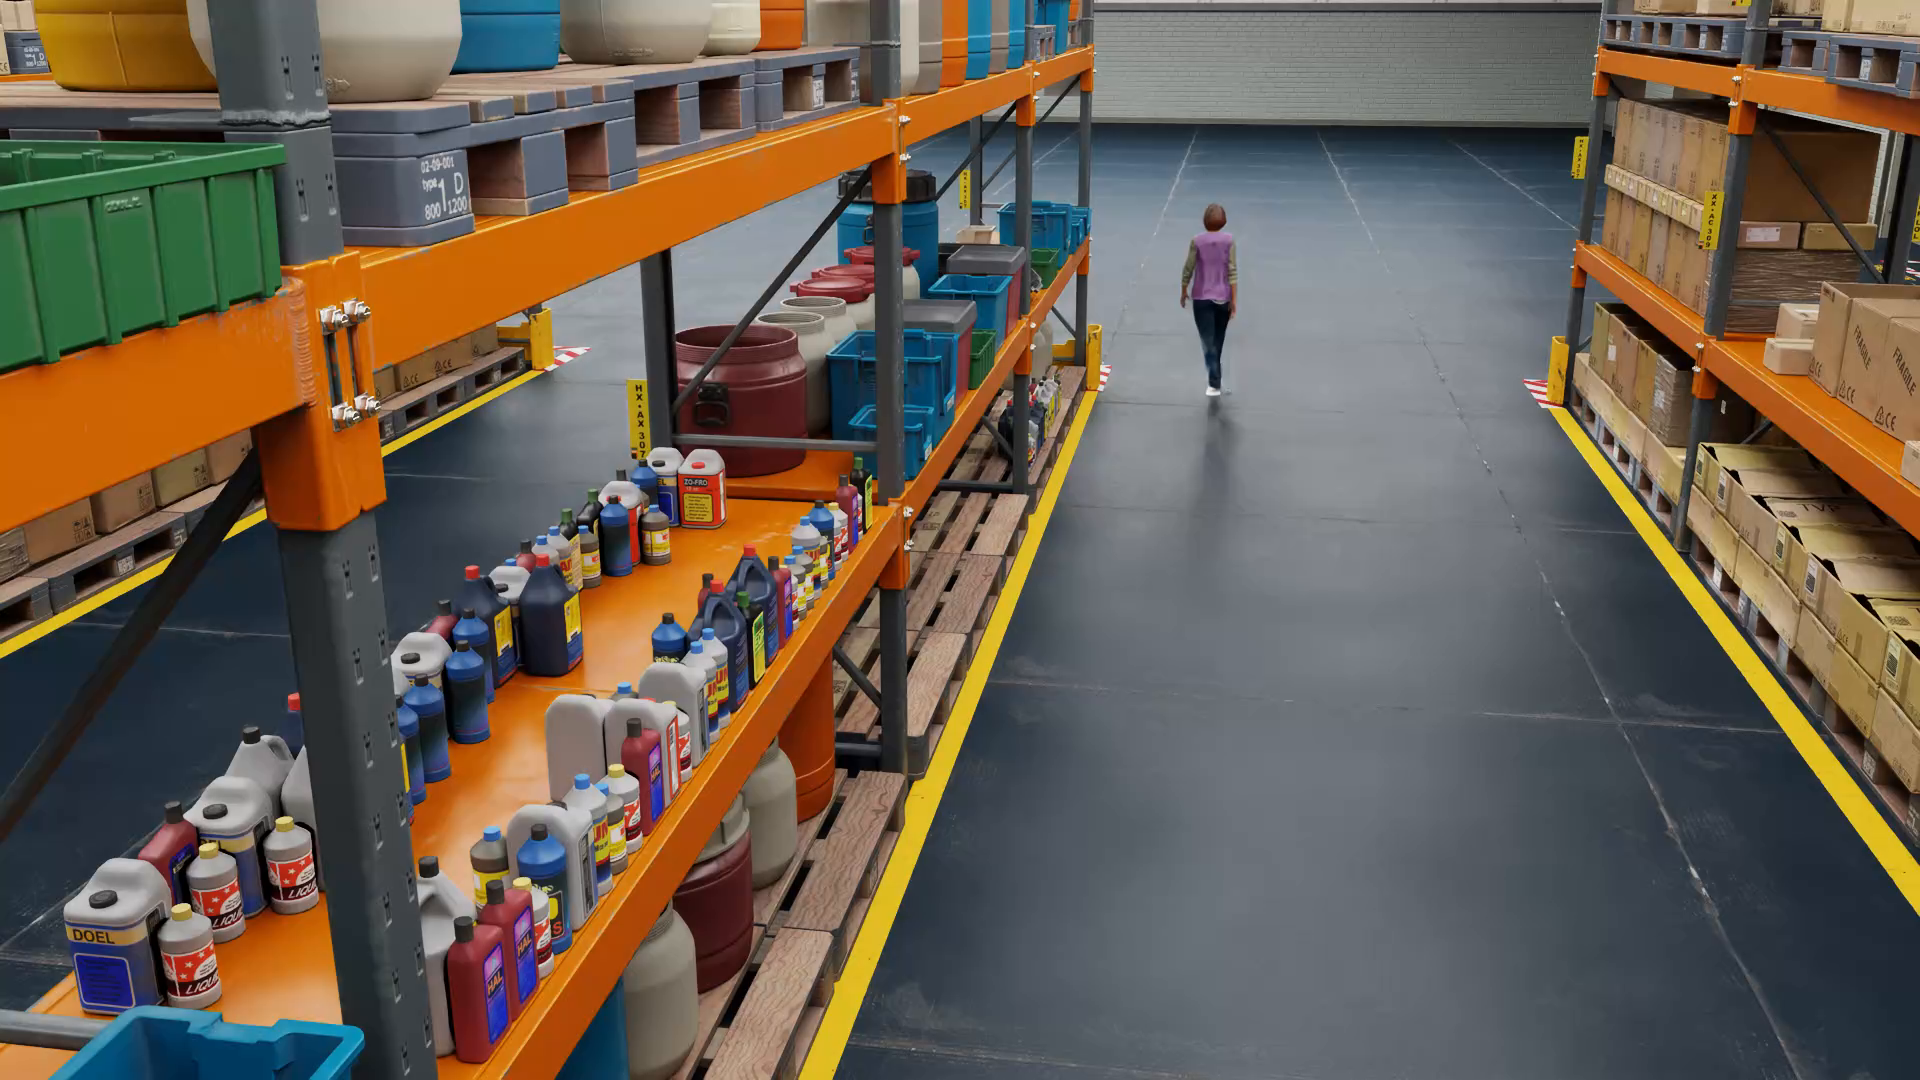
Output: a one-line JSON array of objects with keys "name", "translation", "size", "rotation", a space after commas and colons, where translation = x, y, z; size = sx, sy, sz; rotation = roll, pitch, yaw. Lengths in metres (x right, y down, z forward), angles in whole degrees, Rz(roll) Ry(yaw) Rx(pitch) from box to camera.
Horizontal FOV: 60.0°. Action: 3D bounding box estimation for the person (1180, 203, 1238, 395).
[{"name": "person", "translation": [2.058, -2.021, 13.840], "size": [0.439, 1.551, 0.911], "rotation": [0, 18, -1]}]
